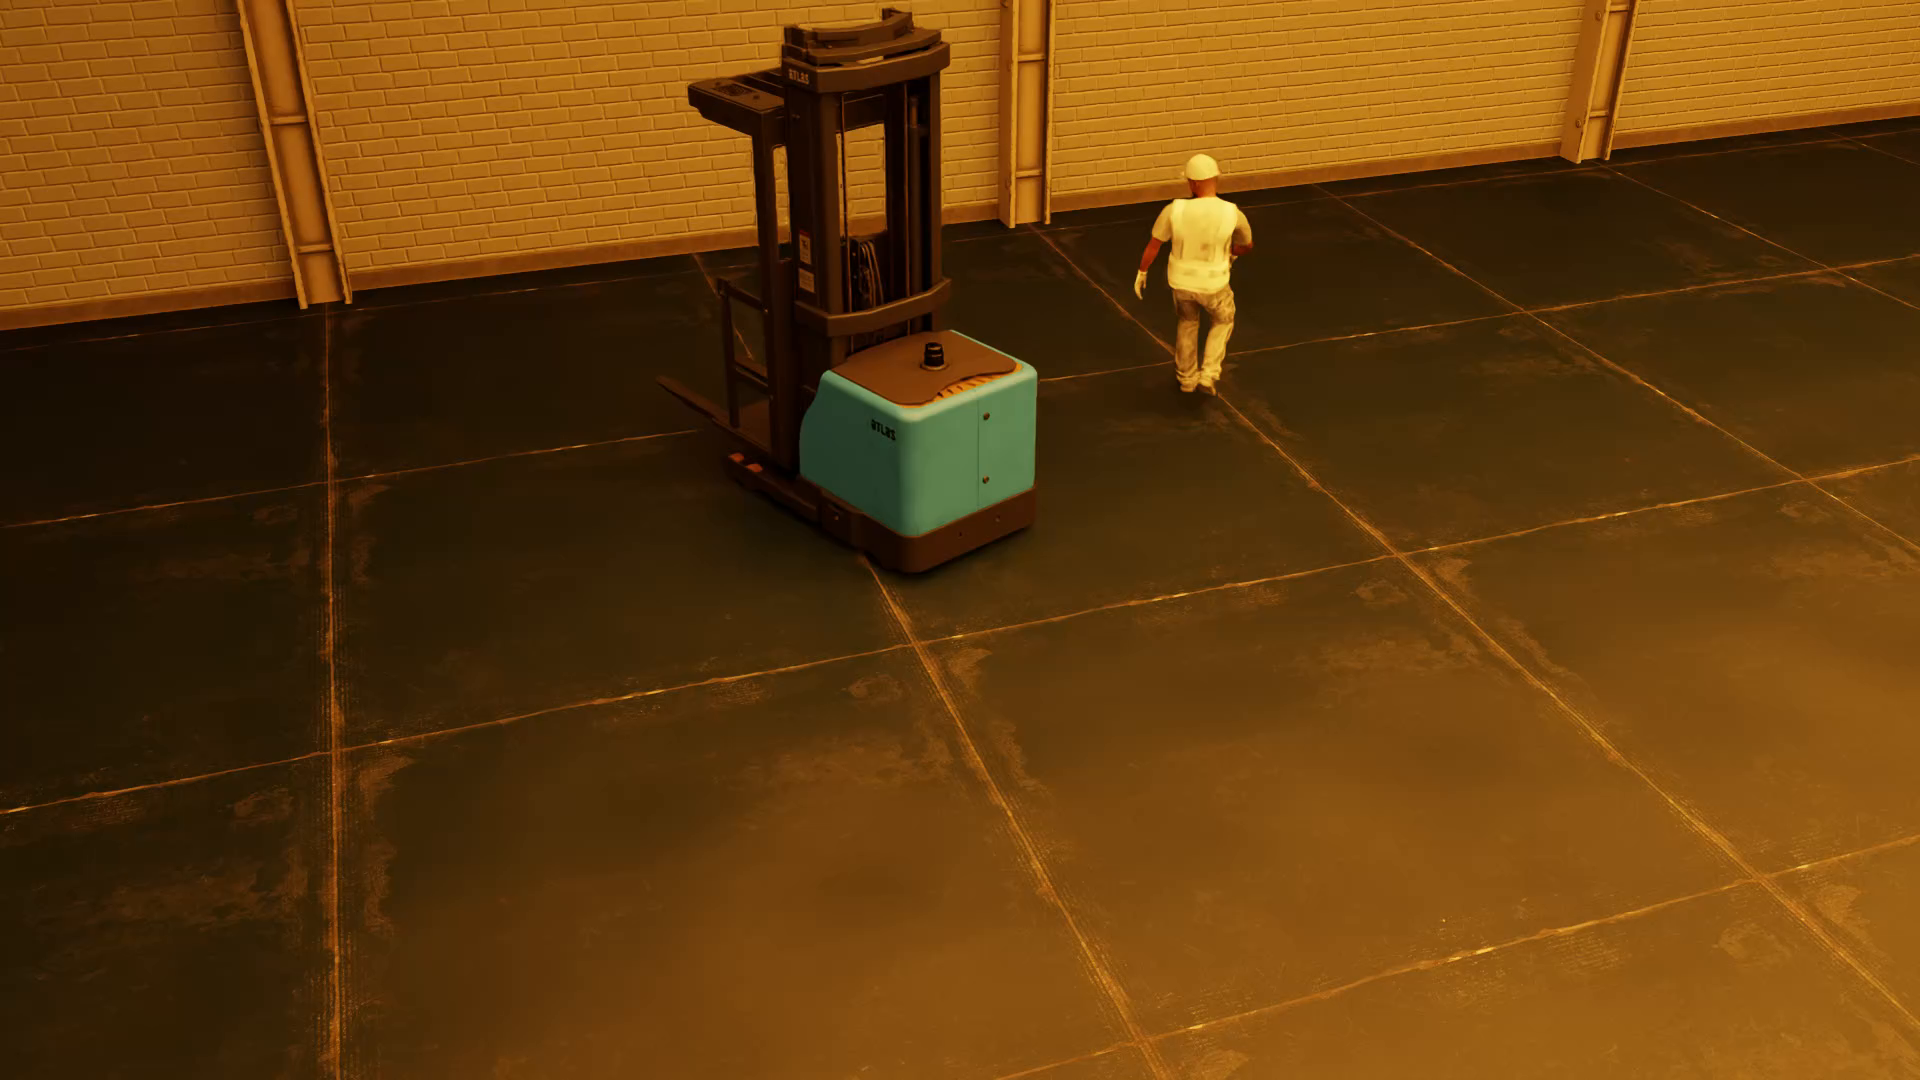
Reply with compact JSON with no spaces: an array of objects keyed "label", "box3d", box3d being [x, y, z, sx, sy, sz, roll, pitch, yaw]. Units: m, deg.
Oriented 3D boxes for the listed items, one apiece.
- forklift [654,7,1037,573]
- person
[{"label":"forklift","box3d":[-0.880,-1.737,10.106,1.130,2.935,3.031,-23,37,-35]},{"label":"person","box3d":[1.619,-1.814,11.447,0.747,1.731,0.583,12,32,19]}]
